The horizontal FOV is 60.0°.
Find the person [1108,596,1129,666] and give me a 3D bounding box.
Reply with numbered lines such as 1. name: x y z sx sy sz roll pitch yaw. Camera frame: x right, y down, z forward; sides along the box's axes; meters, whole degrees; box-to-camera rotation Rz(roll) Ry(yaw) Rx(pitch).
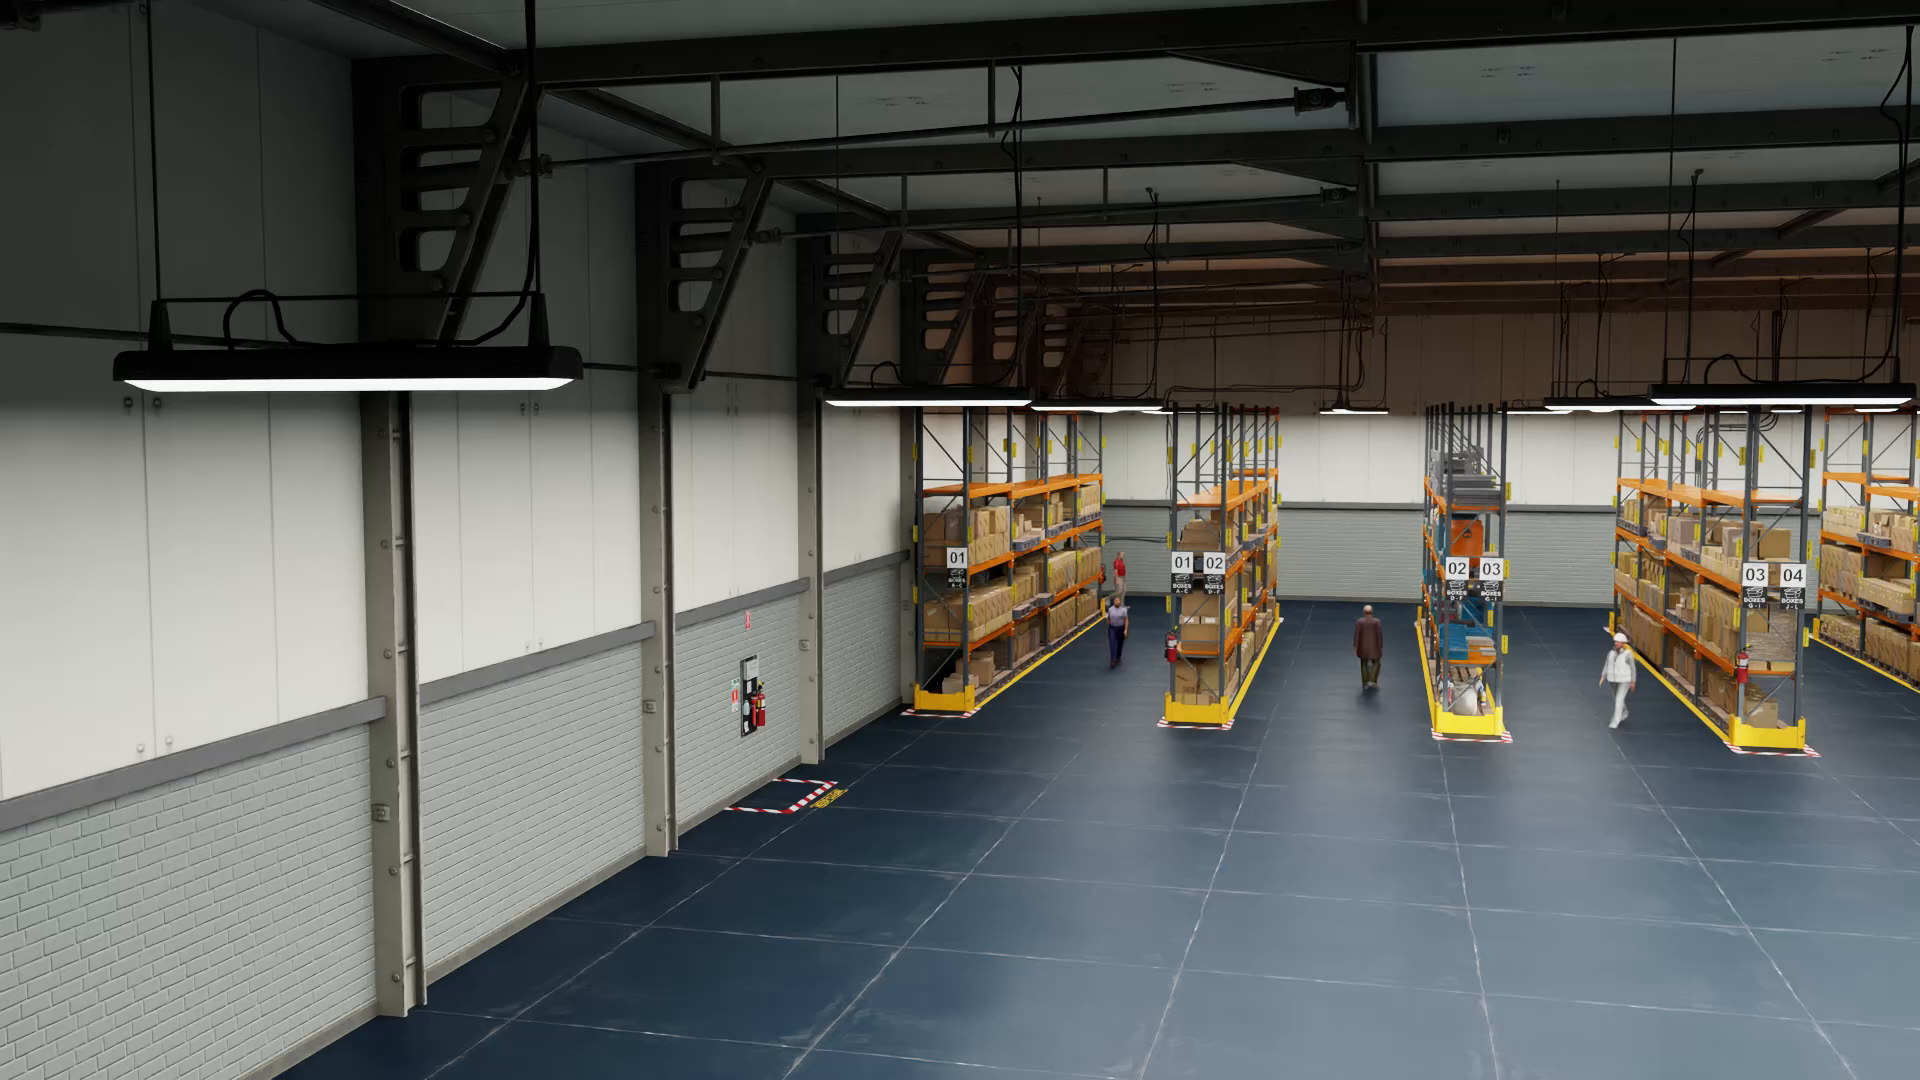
1. person: 3.650 2.084 38.360 0.472 1.579 1.049 0 4 0

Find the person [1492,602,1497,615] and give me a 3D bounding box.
1. person: 13.729 1.698 43.123 0.474 1.633 1.022 0 4 -1

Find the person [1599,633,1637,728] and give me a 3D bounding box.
1. person: 12.188 2.579 30.738 1.099 1.719 0.593 -4 6 -43

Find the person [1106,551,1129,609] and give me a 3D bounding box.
1. person: 4.709 1.188 49.620 0.657 1.716 0.586 2 5 27

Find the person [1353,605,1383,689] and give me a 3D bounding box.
1. person: 8.580 2.260 34.955 0.606 1.775 0.593 1 4 14
